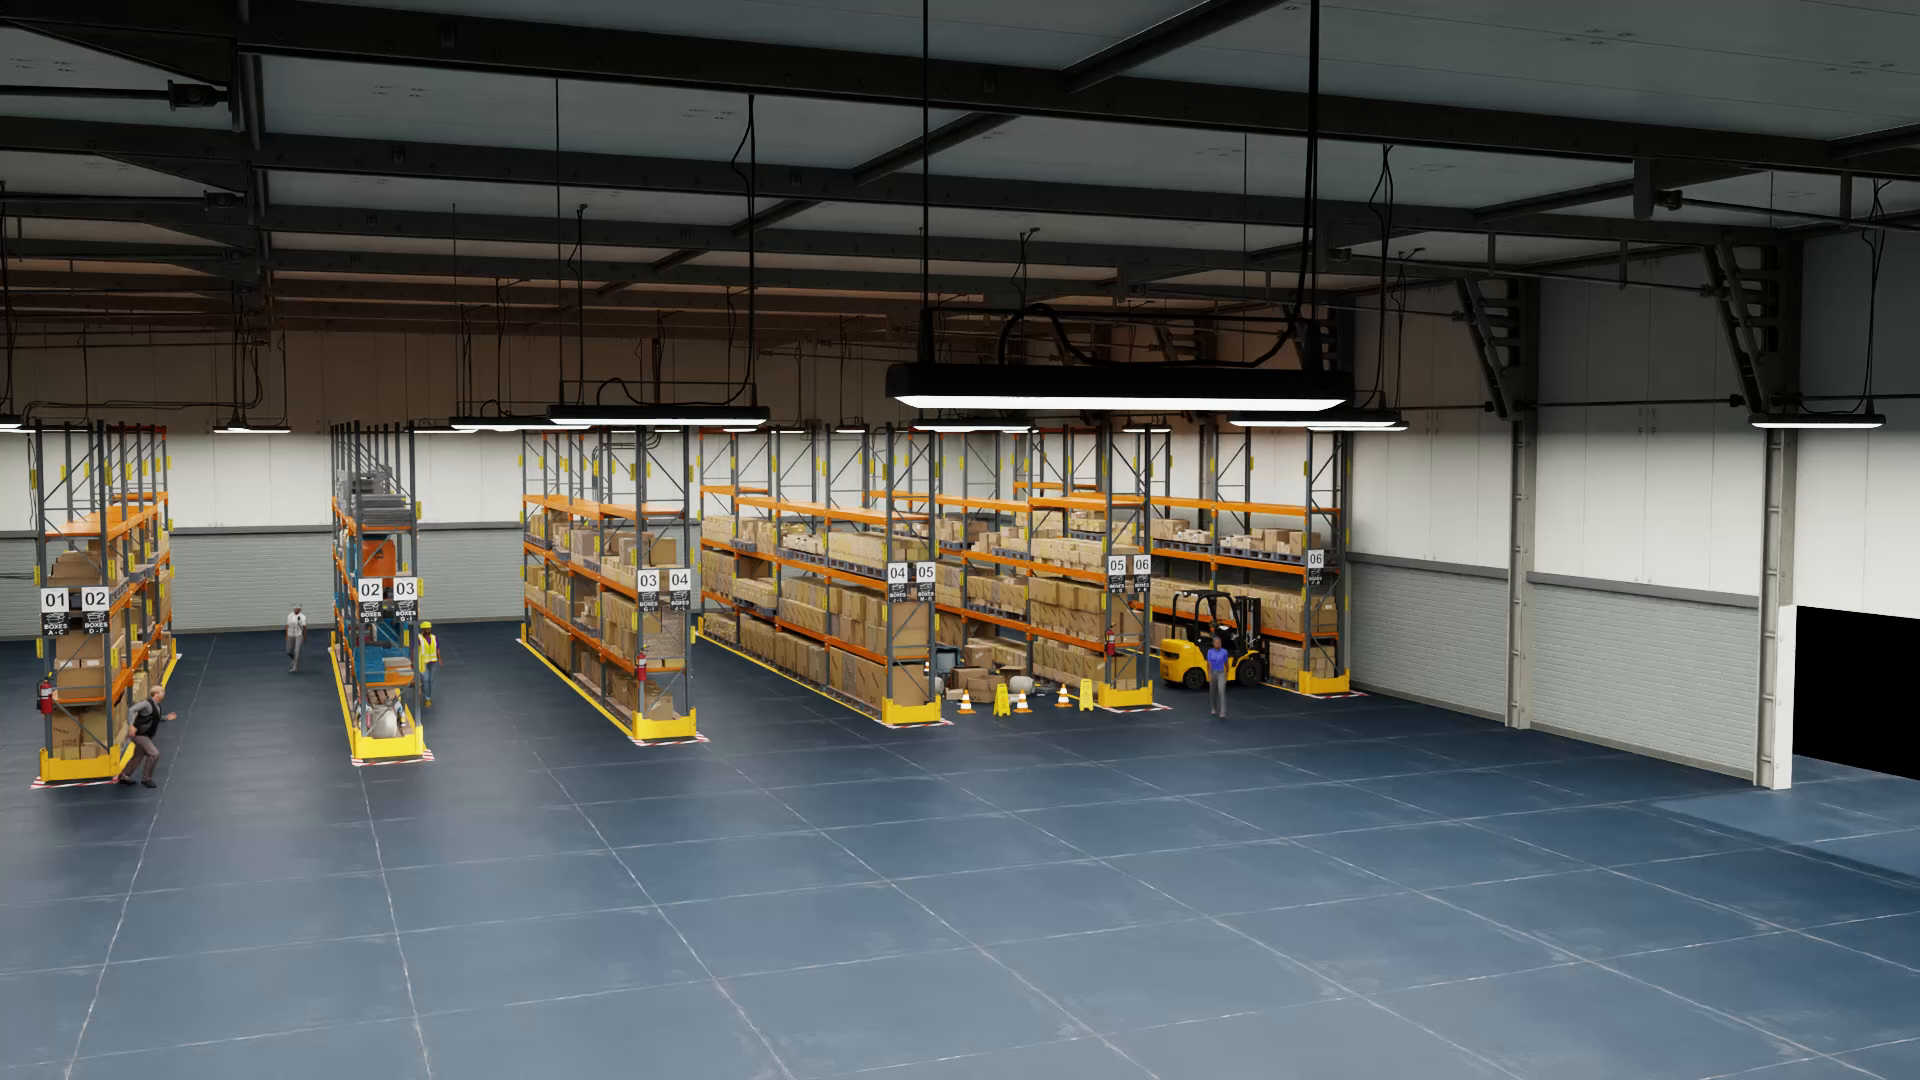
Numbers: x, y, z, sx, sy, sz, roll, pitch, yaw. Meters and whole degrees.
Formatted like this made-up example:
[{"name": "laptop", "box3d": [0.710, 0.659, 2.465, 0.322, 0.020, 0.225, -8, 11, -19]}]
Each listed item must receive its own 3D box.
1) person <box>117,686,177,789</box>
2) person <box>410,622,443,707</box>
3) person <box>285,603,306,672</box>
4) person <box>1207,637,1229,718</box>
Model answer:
[{"name": "person", "box3d": [-13.295, 3.201, 27.111, 0.957, 1.638, 0.707, 0, 4, -1]}, {"name": "person", "box3d": [-11.345, 2.628, 35.491, 0.783, 1.764, 0.609, 3, 5, 41]}, {"name": "person", "box3d": [-16.185, 2.353, 40.525, 0.486, 1.656, 0.708, 0, 4, -5]}, {"name": "person", "box3d": [5.259, 2.785, 33.924, 0.449, 1.631, 0.801, 1, 4, 19]}]
